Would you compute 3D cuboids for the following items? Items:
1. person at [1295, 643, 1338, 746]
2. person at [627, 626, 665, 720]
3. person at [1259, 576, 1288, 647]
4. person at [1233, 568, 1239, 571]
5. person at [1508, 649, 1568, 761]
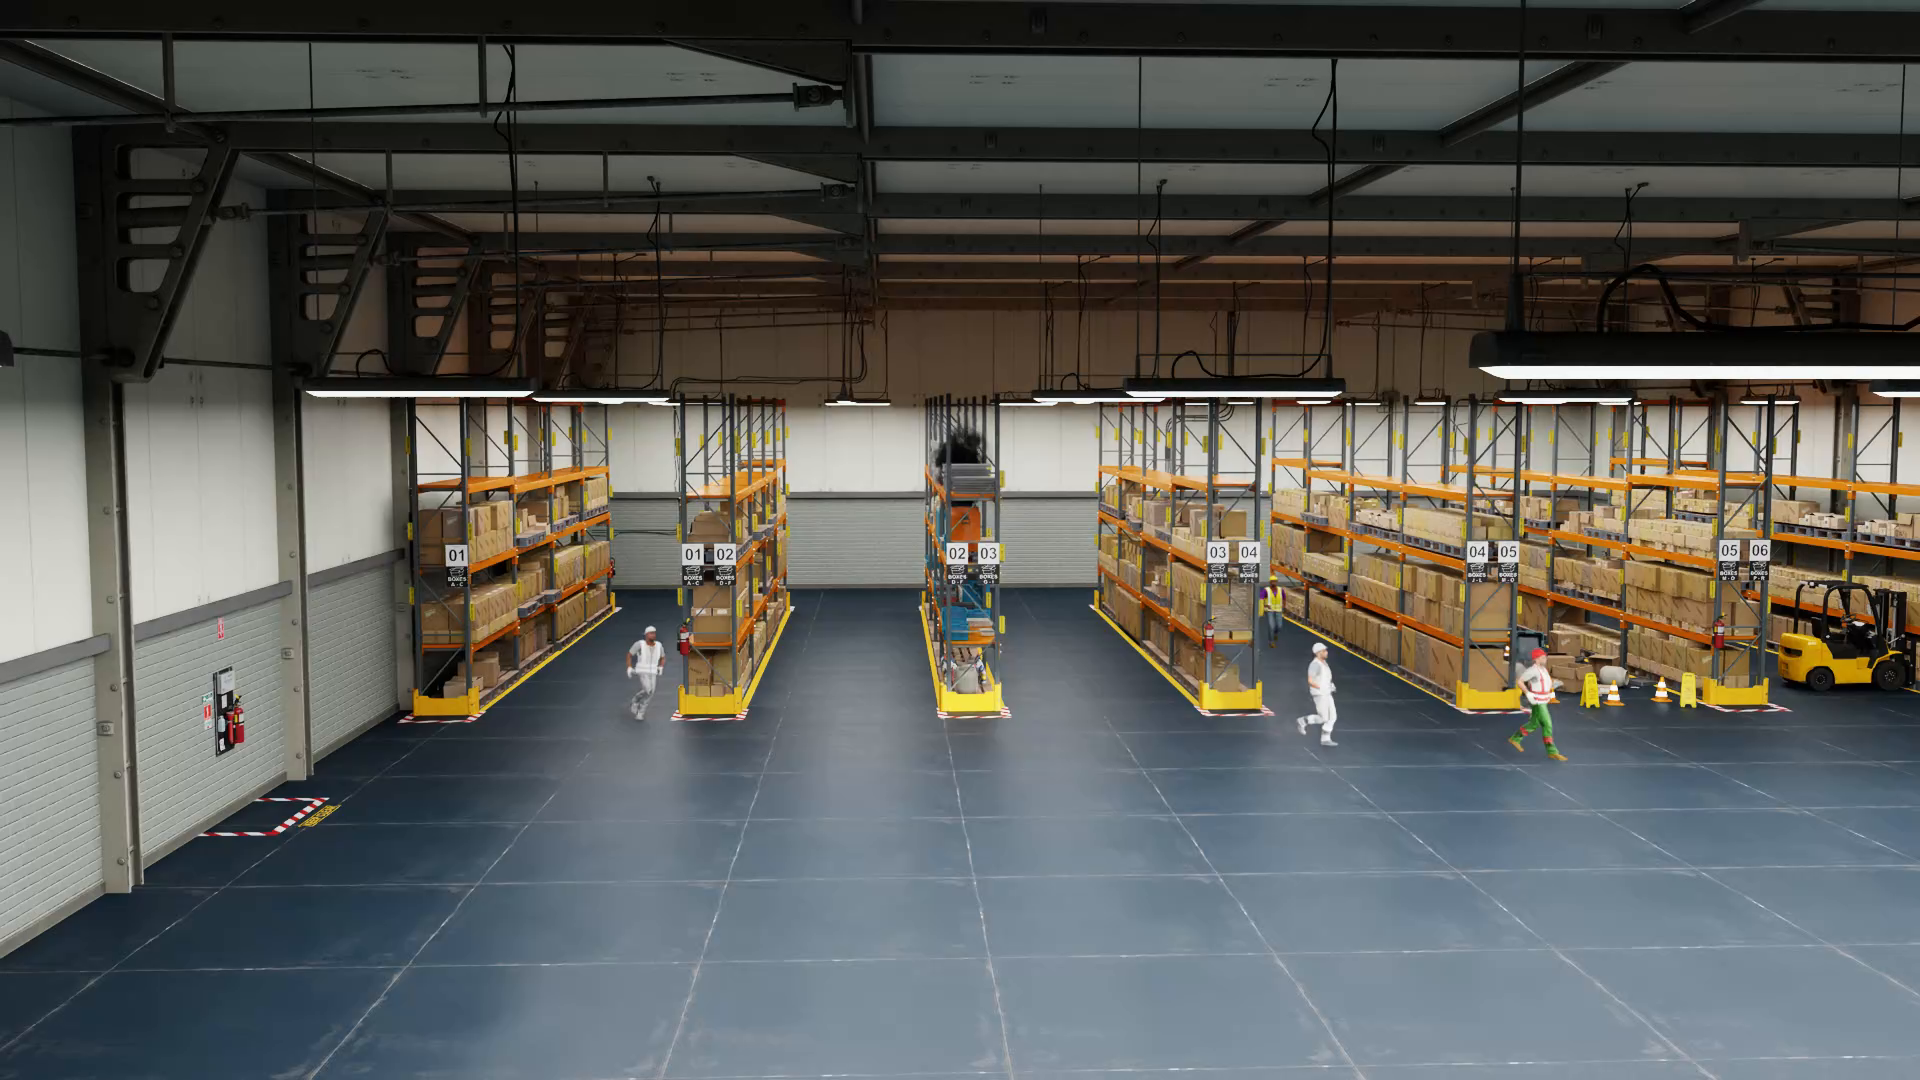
[{"bbox_3d":[6.094,2.618,28.289,0.745,1.749,0.662,3,5,31],"label":"person"},{"bbox_3d":[-5.726,2.452,30.606,0.734,1.708,0.555,-3,6,-37],"label":"person"},{"bbox_3d":[7.524,1.716,39.875,0.700,1.723,0.582,0,5,-6],"label":"person"},{"bbox_3d":[7.699,1.226,46.049,0.672,1.835,0.733,0,5,5],"label":"person"},{"bbox_3d":[9.437,2.656,27.115,0.996,1.778,0.659,3,6,35],"label":"person"}]
